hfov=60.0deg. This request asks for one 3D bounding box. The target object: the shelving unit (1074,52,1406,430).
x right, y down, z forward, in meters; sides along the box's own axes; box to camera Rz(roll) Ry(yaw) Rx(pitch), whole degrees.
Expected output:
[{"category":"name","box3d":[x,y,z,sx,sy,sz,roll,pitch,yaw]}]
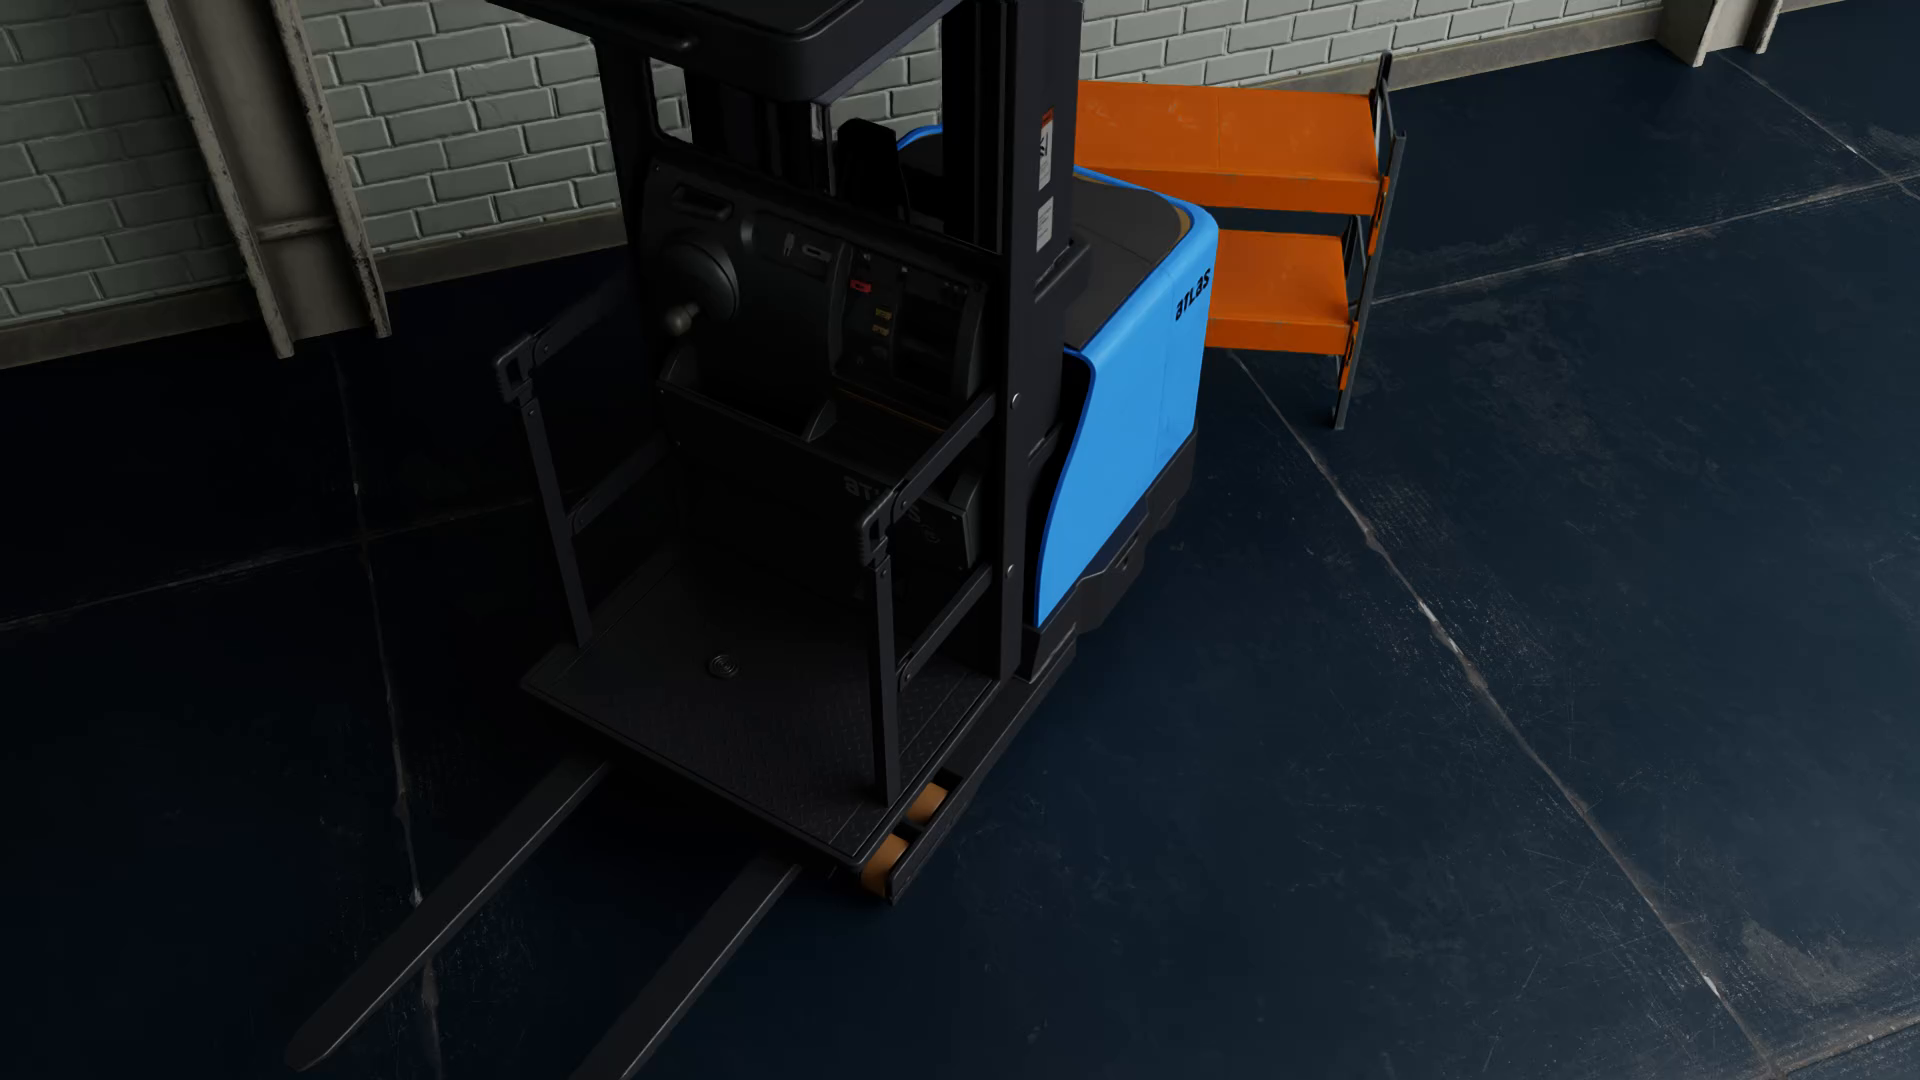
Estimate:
[{"category":"shelving unit","box3d":[0.798,-0.981,5.433,1.048,1.125,0.538,4,45,4]}]

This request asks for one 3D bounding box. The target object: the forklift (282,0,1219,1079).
[{"category":"forklift","box3d":[-0.459,-0.489,3.668,1.130,2.935,3.031,24,50,22]}]

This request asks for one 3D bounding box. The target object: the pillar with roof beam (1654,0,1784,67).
[{"category":"pillar with roof beam","box3d":[4.822,-2.542,1.430,0.400,9.000,9.100,-14,47,-14]}]

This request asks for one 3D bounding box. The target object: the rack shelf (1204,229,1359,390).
[{"category":"rack shelf","box3d":[0.798,-0.808,5.606,1.000,0.278,0.538,4,45,4]}]

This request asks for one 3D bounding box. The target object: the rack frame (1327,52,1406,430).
[{"category":"rack frame","box3d":[1.304,-0.946,5.398,0.032,1.125,0.500,4,45,4]}]

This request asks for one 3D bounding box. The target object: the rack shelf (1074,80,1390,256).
[{"category":"rack shelf","box3d":[0.798,-1.187,5.226,1.000,0.278,0.538,4,45,4]}]
